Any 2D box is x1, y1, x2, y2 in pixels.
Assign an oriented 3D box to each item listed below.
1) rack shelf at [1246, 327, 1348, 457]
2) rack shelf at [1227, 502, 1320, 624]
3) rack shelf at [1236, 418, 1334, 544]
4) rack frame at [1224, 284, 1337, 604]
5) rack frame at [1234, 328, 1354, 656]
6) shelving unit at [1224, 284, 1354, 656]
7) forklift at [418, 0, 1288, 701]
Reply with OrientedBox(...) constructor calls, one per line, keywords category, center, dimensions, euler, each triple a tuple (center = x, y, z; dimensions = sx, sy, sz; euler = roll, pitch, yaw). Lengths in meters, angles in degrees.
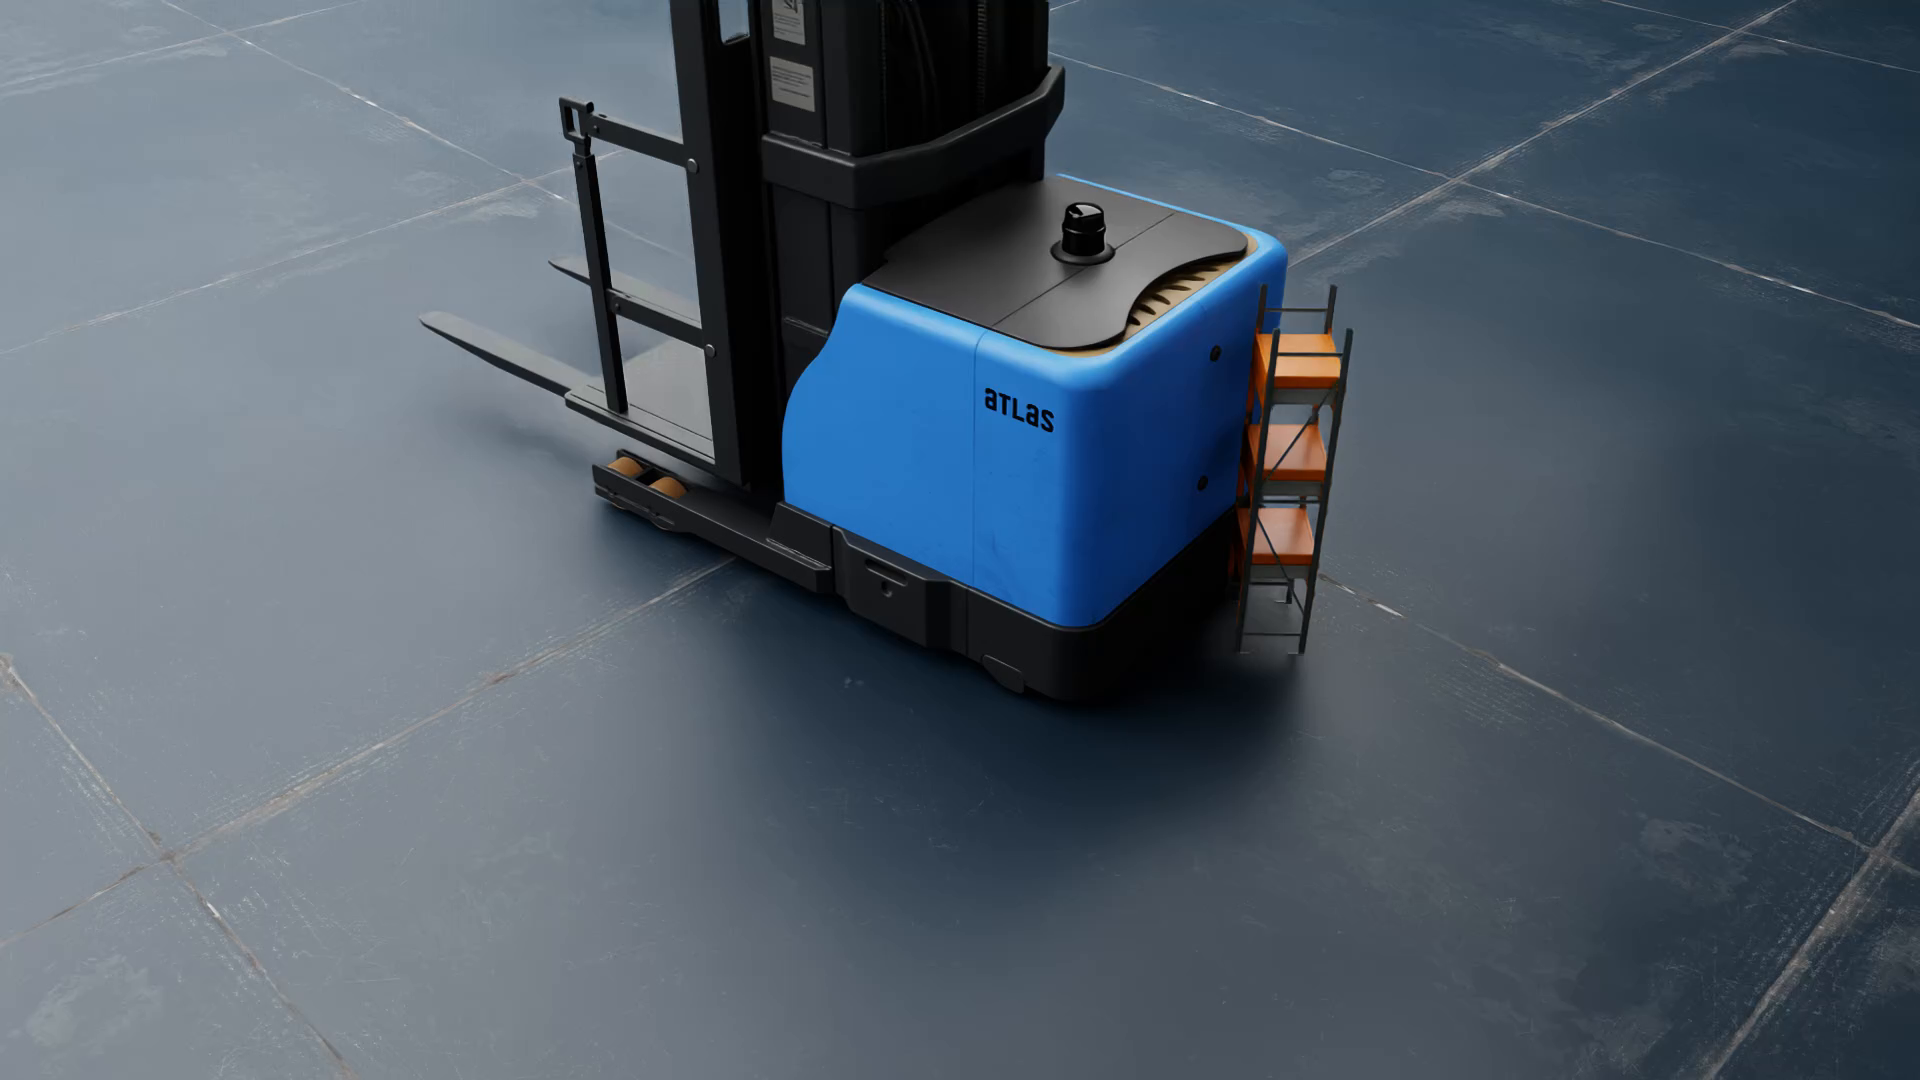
OrientedBox(category="rack shelf", center=(0.890, -0.394, 4.419), dimensions=(0.215, 0.259, 0.240), euler=(1, 35, 1))
OrientedBox(category="rack shelf", center=(0.890, 0.066, 4.742), dimensions=(0.215, 0.259, 0.240), euler=(1, 35, 1))
OrientedBox(category="rack shelf", center=(0.890, -0.162, 4.582), dimensions=(0.215, 0.259, 0.240), euler=(1, 35, 1))
OrientedBox(category="rack frame", center=(0.892, -0.241, 4.675), dimensions=(0.200, 1.050, 0.008), euler=(1, 35, 1))
OrientedBox(category="rack frame", center=(0.888, -0.100, 4.476), dimensions=(0.200, 1.050, 0.008), euler=(1, 35, 1))
OrientedBox(category="shelving unit", center=(0.890, -0.170, 4.576), dimensions=(0.215, 1.050, 0.252), euler=(1, 35, 1))
OrientedBox(category="forklift", center=(-0.559, -1.448, 4.765), dimensions=(3.031, 2.935, 1.130), euler=(24, 41, 30))
